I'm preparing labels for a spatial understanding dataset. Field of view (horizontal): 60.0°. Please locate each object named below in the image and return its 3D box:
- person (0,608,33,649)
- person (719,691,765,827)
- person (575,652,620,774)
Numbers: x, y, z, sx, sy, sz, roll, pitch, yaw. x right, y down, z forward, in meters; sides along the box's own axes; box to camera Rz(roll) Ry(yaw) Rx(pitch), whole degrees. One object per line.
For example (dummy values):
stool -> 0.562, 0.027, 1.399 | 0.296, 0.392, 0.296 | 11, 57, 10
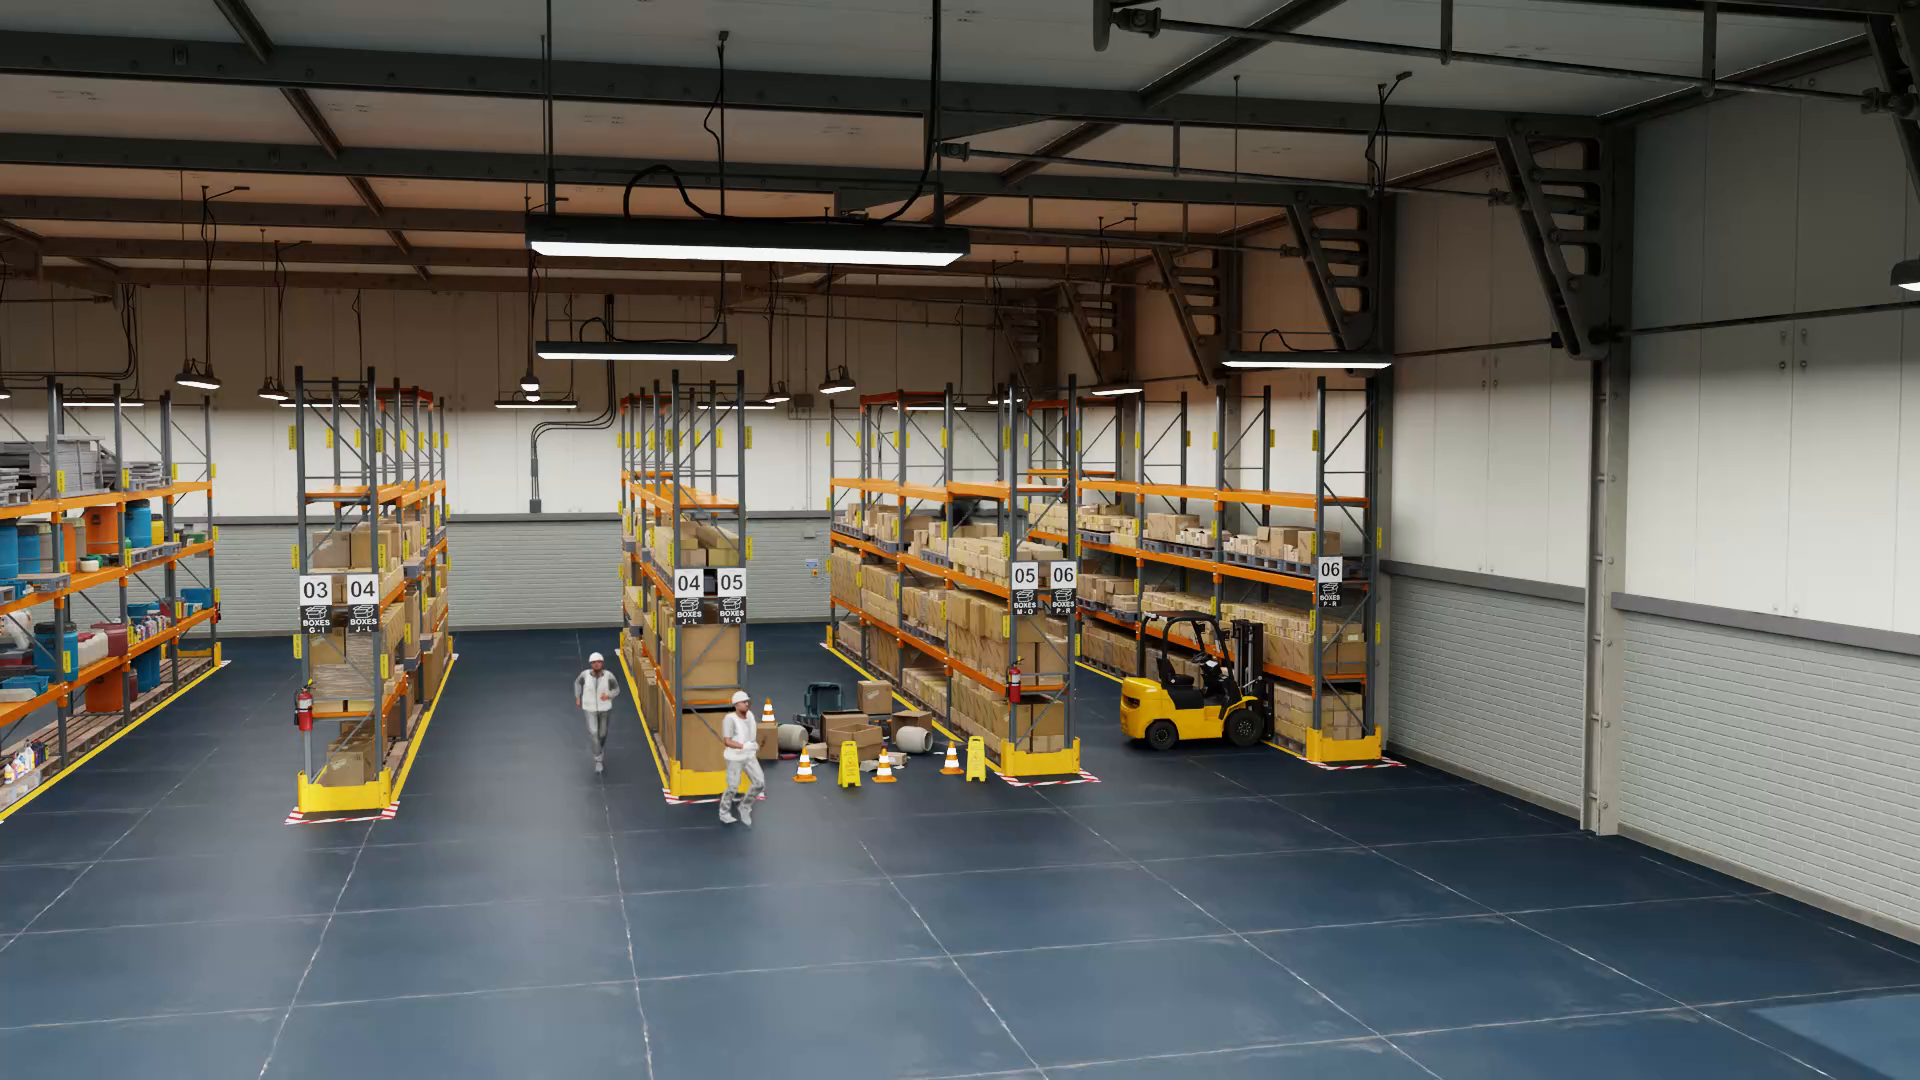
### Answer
person -> -20.512, 2.013, 36.239 | 0.749, 1.684, 0.653 | 2, 4, 31
person -> -2.803, 2.832, 21.487 | 0.784, 1.774, 0.662 | 3, 4, 40
person -> -5.555, 2.598, 25.467 | 0.667, 1.788, 1.012 | -1, 3, -13
